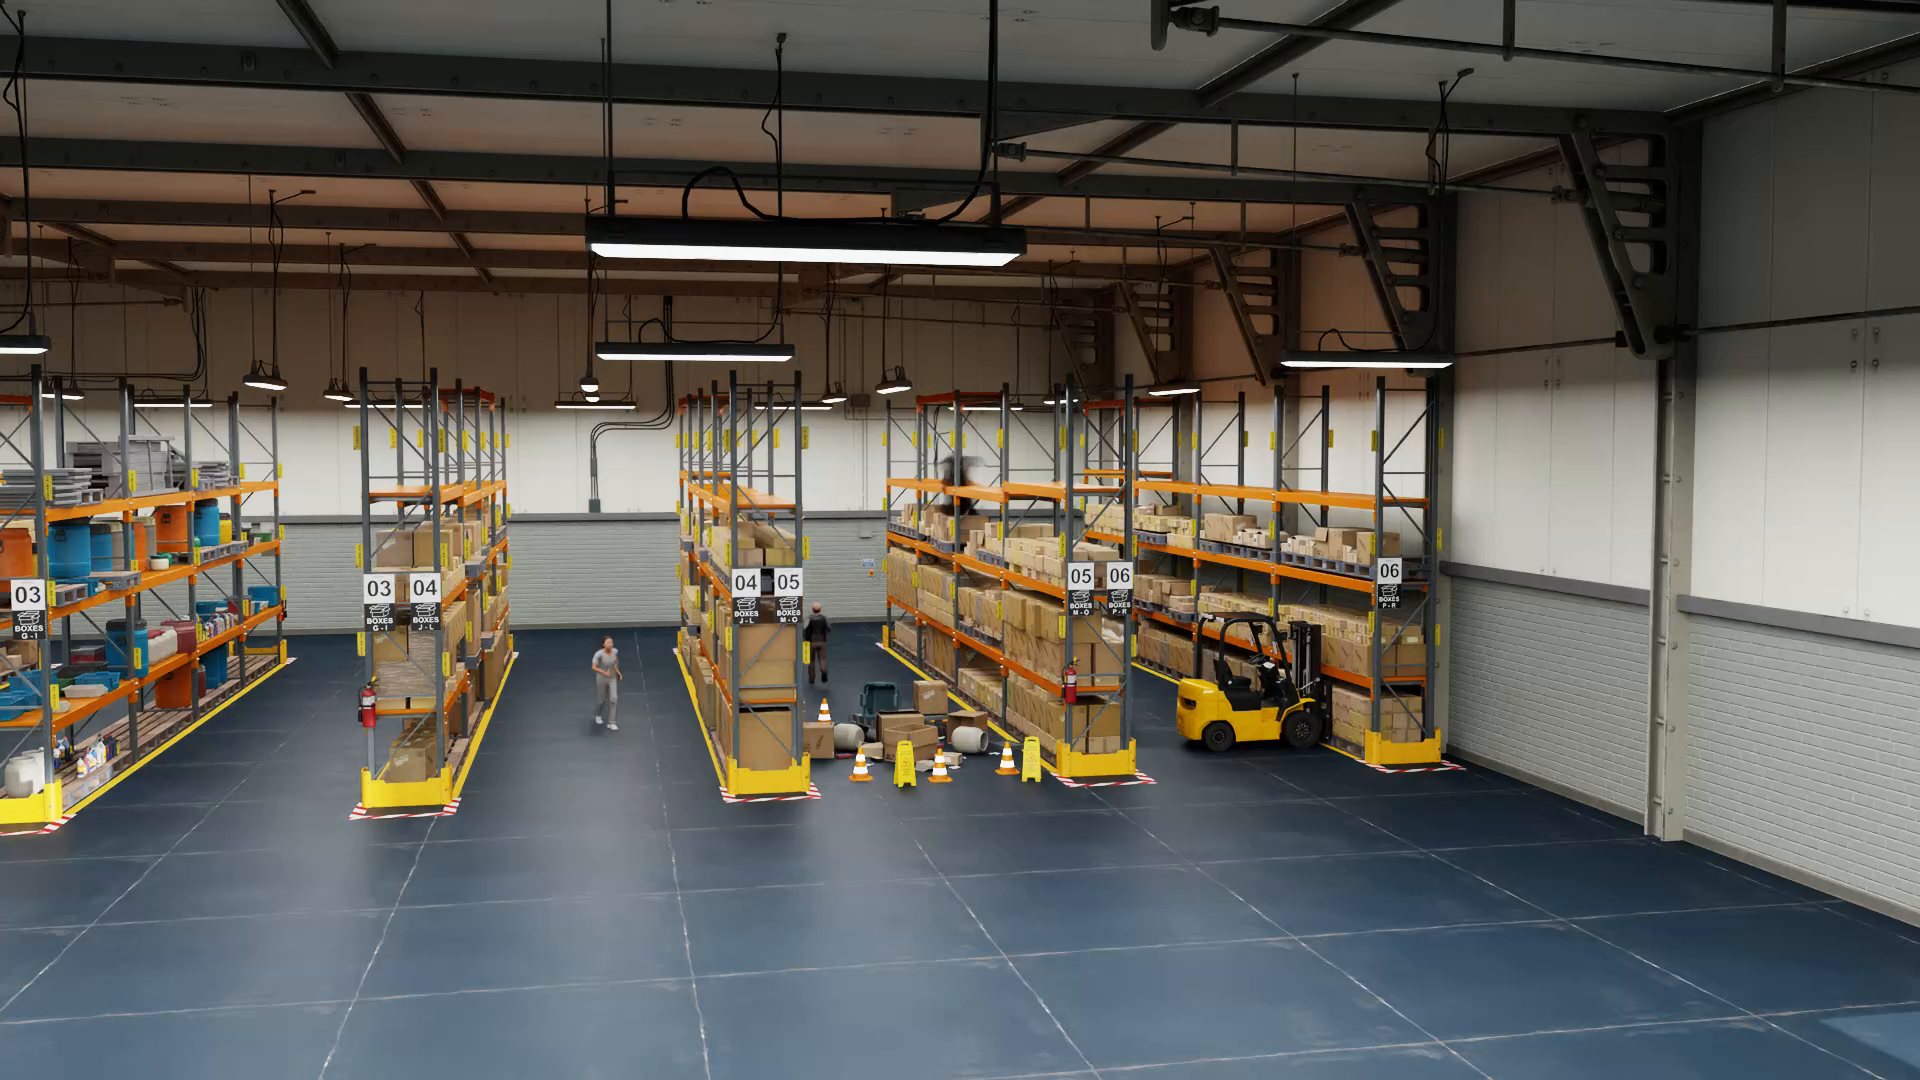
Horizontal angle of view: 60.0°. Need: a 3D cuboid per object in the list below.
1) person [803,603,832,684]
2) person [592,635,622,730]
[{"bbox_3d":[-2.951,2.124,33.995,0.678,1.698,0.895,-1,4,-16],"label":"person"},{"bbox_3d":[-6.196,2.460,29.001,0.553,1.636,0.916,-2,4,-30],"label":"person"}]
